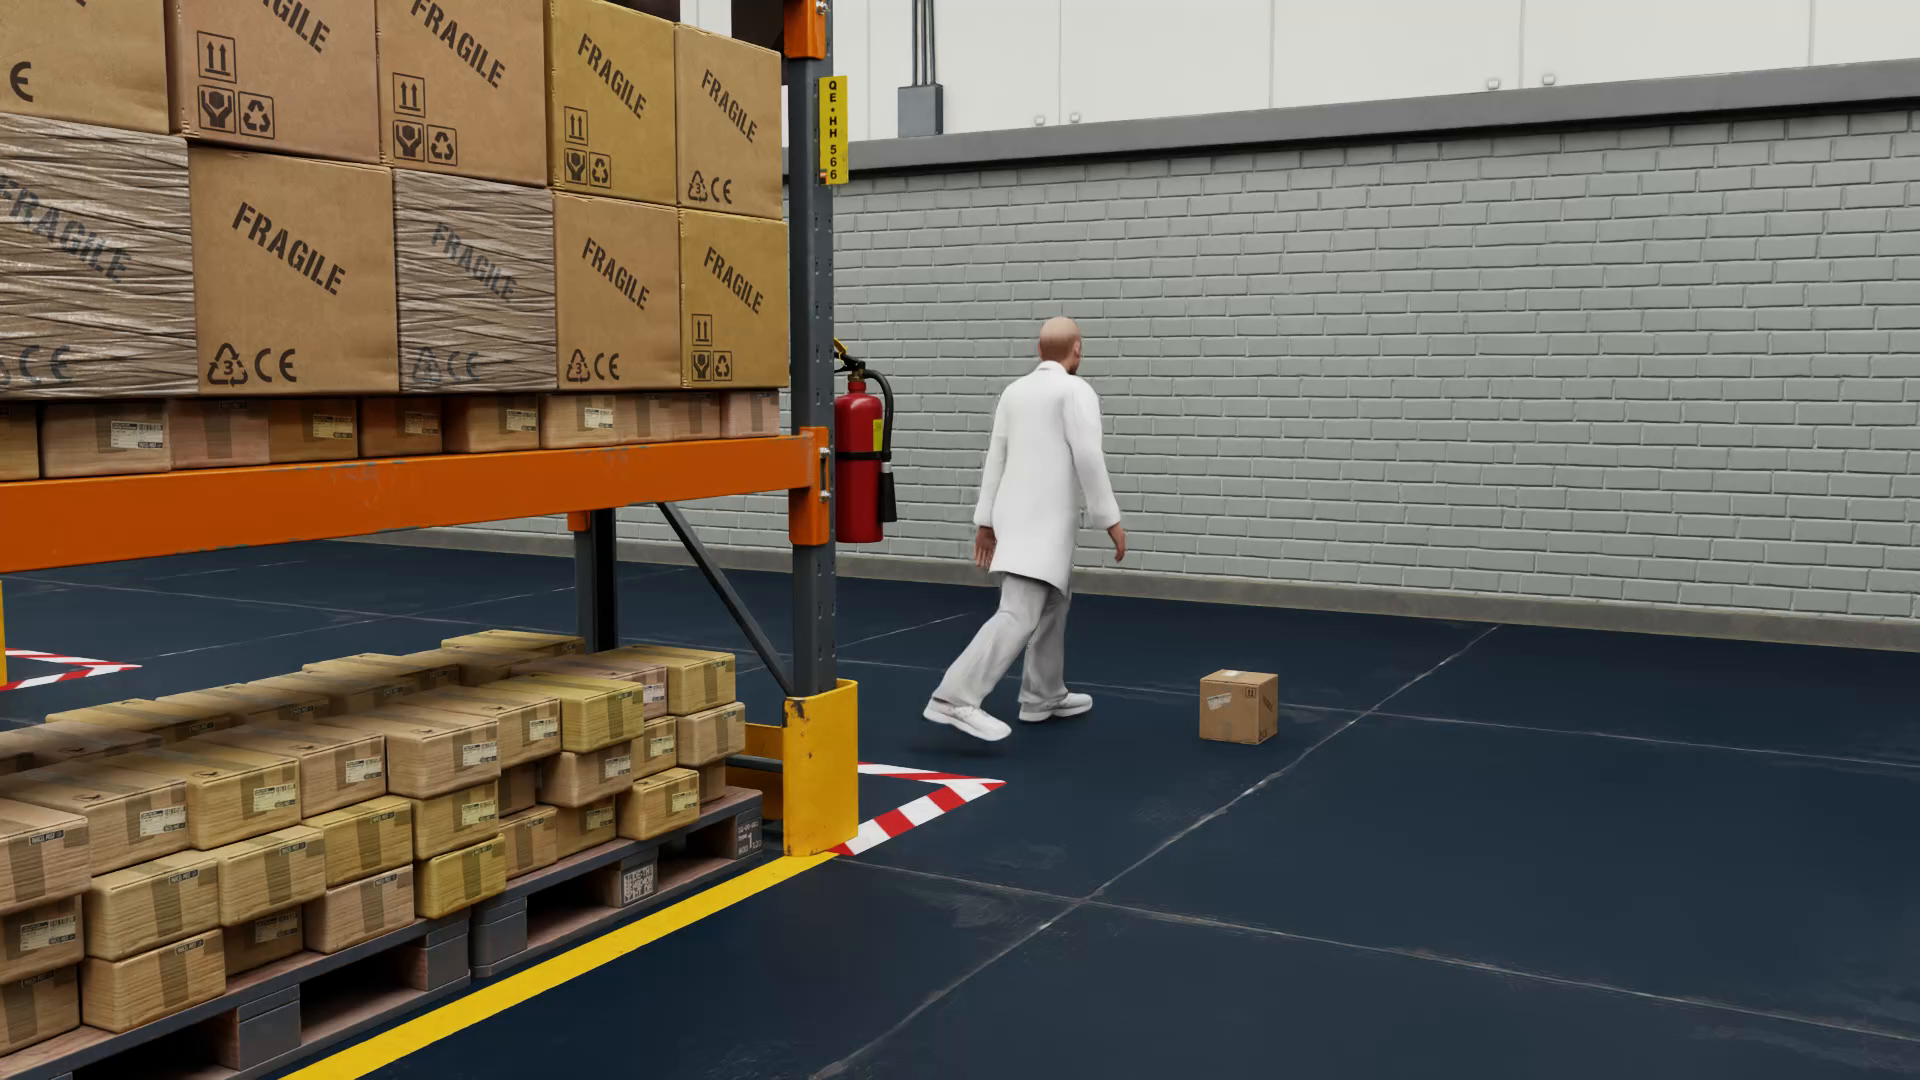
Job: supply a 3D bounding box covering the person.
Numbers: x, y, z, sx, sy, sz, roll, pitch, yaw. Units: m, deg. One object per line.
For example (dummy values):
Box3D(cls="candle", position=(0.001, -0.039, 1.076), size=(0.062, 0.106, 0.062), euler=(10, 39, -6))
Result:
Box3D(cls="person", position=(0.252, -0.056, 6.813), size=(0.968, 1.715, 0.666), euler=(-3, 7, -29))
